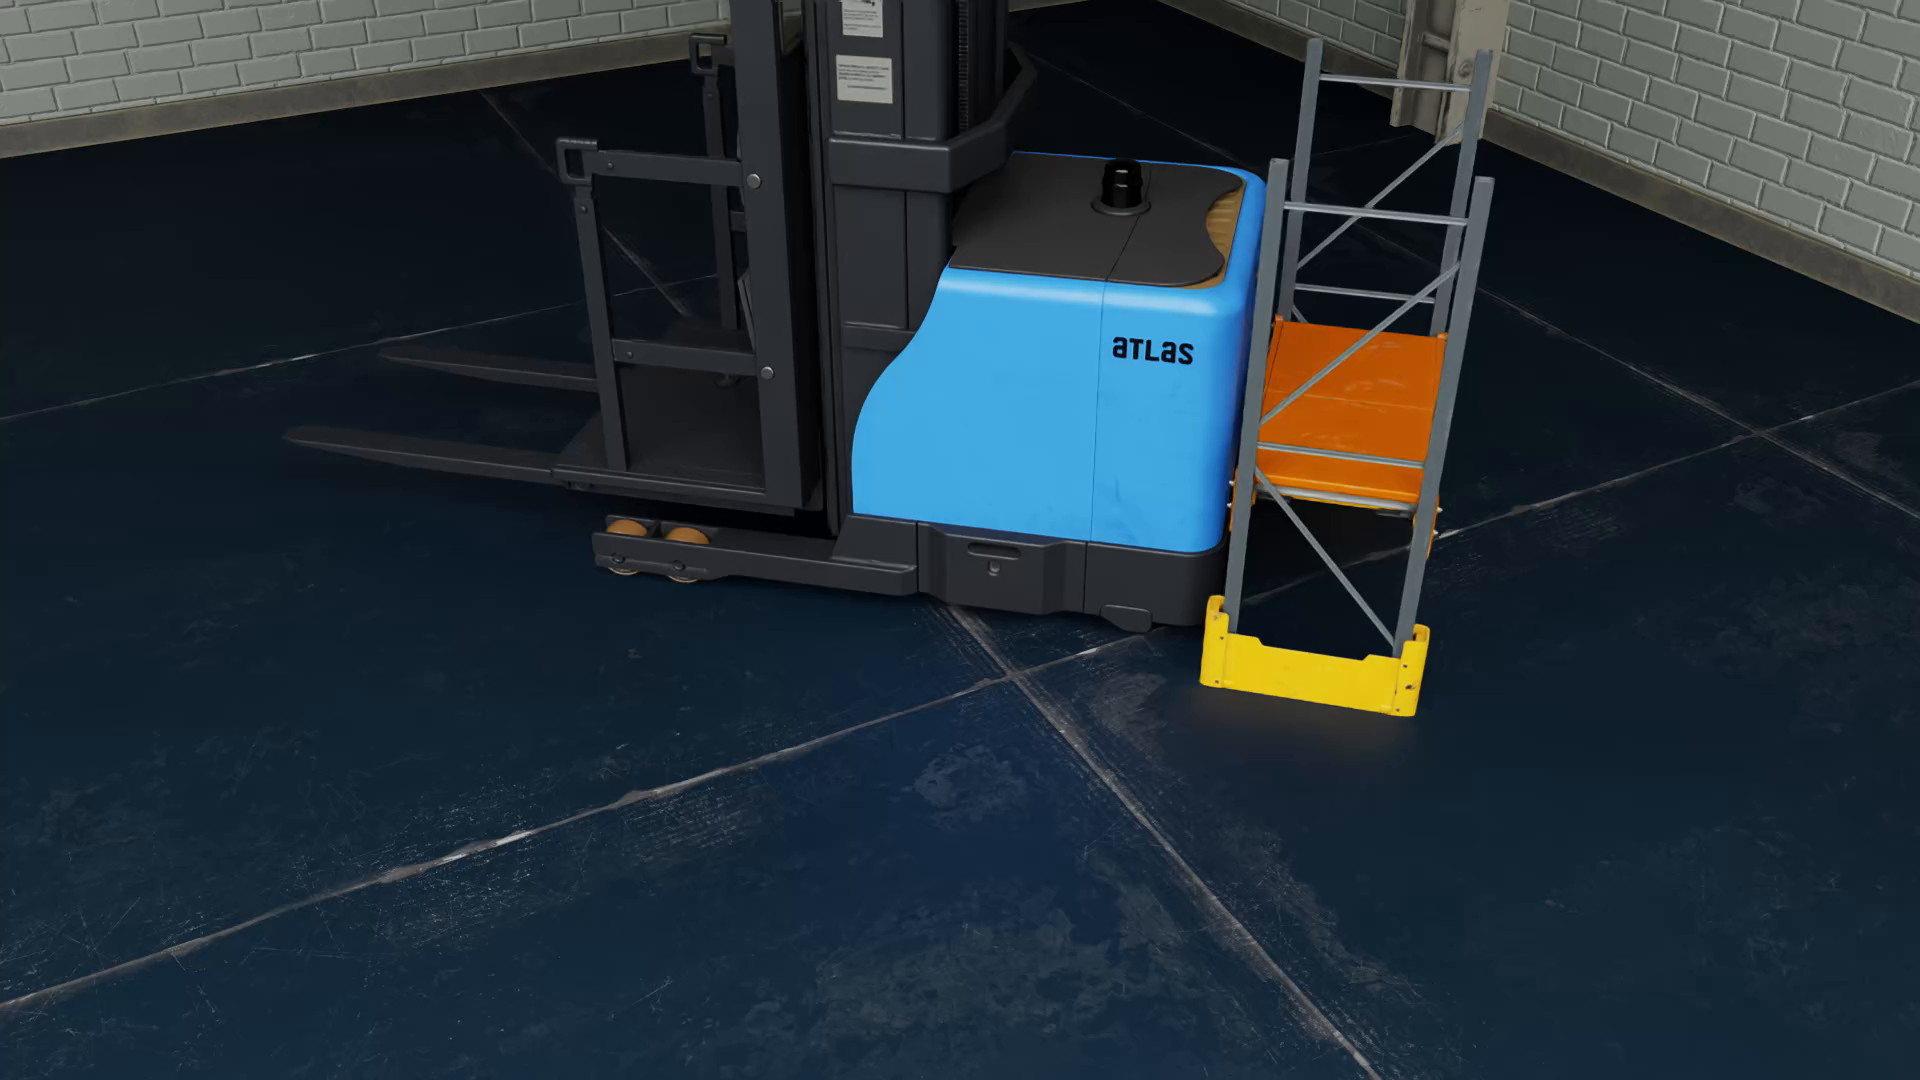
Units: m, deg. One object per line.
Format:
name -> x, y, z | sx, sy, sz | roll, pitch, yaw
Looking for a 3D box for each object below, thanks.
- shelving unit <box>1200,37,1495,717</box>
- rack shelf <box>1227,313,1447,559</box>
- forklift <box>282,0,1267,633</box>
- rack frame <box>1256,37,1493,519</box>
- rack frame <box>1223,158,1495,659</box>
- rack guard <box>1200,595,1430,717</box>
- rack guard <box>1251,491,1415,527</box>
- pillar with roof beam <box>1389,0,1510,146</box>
shelving unit -> 1.086, -0.471, 4.595 | 0.587, 1.500, 1.083 | 8, 34, 13
rack shelf -> 1.088, -0.324, 4.699 | 0.538, 0.185, 1.000 | 8, 34, 13
forklift -> -0.637, -1.373, 4.676 | 3.031, 2.935, 1.130 | 7, 33, 11
rack frame -> 1.219, -0.741, 5.016 | 0.500, 1.500, 0.032 | 8, 34, 13
rack frame -> 0.958, -0.211, 4.188 | 0.500, 1.500, 0.032 | 8, 34, 13
rack guard -> 0.958, 0.315, 4.527 | 0.587, 0.250, 0.087 | 8, 34, 13
rack guard -> 1.214, -0.204, 5.337 | 0.587, 0.250, 0.087 | 8, 34, 13
pillar with roof beam -> -1.360, -4.808, 4.413 | 9.100, 9.000, 0.400 | -16, 36, -23
